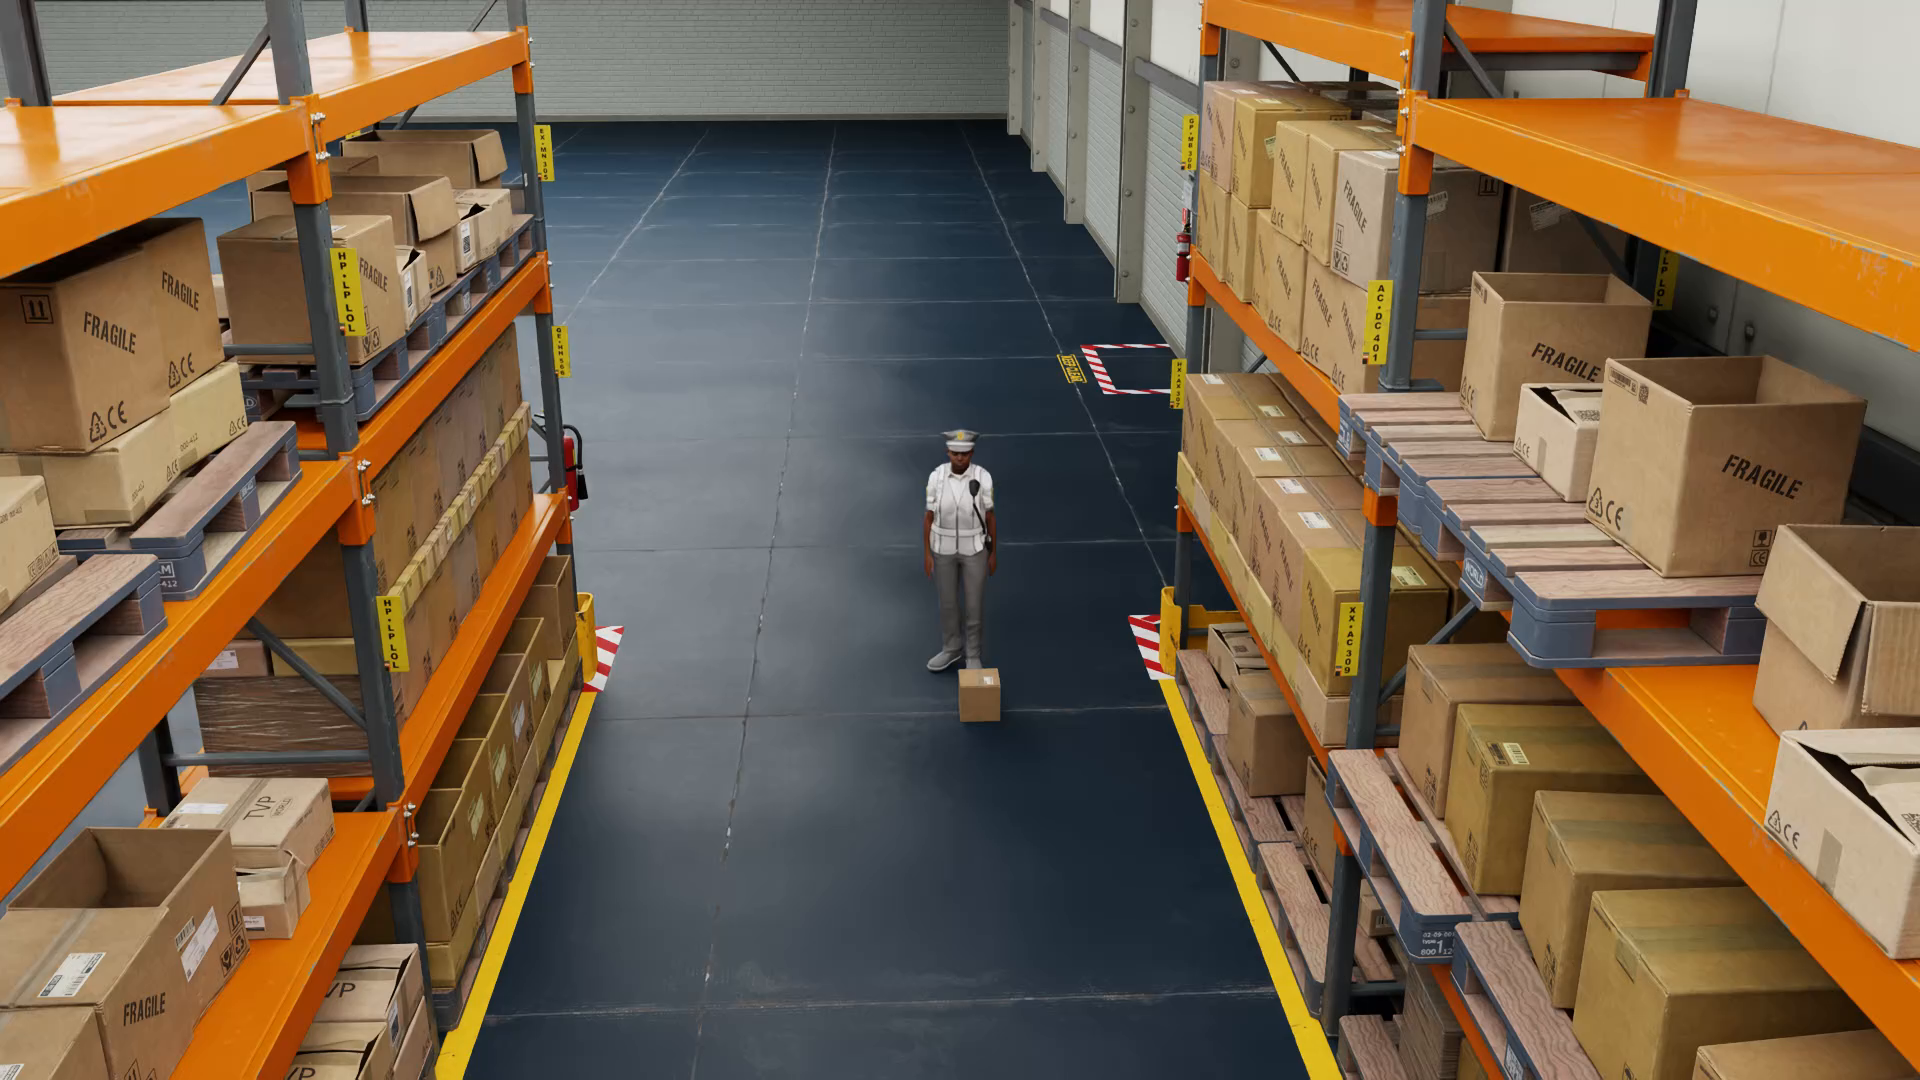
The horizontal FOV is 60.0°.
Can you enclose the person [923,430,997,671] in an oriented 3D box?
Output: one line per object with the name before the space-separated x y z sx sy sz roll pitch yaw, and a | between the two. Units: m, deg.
person | 0.000 0.070 10.800 0.475 1.685 0.368 2 21 6
